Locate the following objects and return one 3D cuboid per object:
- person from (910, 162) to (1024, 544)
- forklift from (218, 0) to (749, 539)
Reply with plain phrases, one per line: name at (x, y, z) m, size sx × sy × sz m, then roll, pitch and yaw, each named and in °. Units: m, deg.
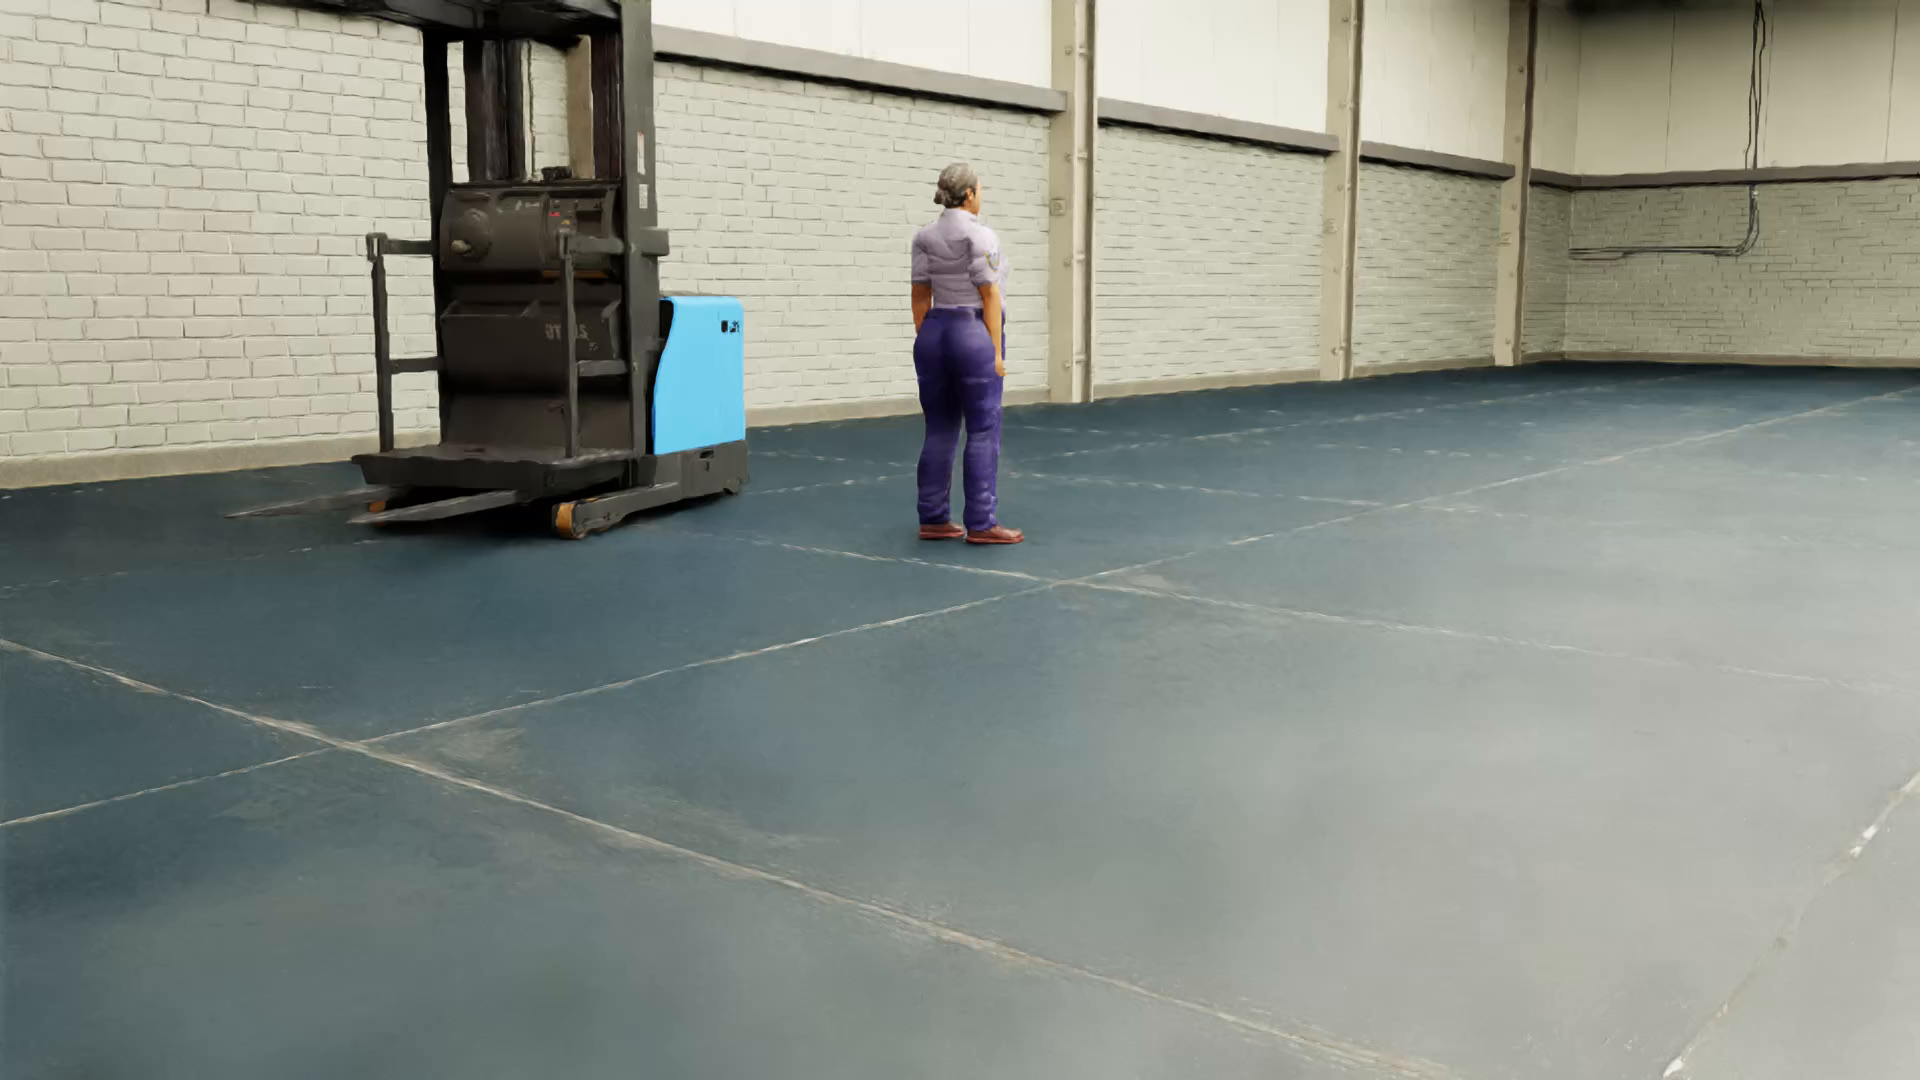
person at (0.016, -0.814, 7.293) m, size 0.480 × 1.652 × 0.349 m, roll 7°, pitch 11°, yaw 38°
forklift at (-2.110, -1.519, 7.661) m, size 1.130 × 2.935 × 3.031 m, roll 3°, pitch 9°, yaw 19°
